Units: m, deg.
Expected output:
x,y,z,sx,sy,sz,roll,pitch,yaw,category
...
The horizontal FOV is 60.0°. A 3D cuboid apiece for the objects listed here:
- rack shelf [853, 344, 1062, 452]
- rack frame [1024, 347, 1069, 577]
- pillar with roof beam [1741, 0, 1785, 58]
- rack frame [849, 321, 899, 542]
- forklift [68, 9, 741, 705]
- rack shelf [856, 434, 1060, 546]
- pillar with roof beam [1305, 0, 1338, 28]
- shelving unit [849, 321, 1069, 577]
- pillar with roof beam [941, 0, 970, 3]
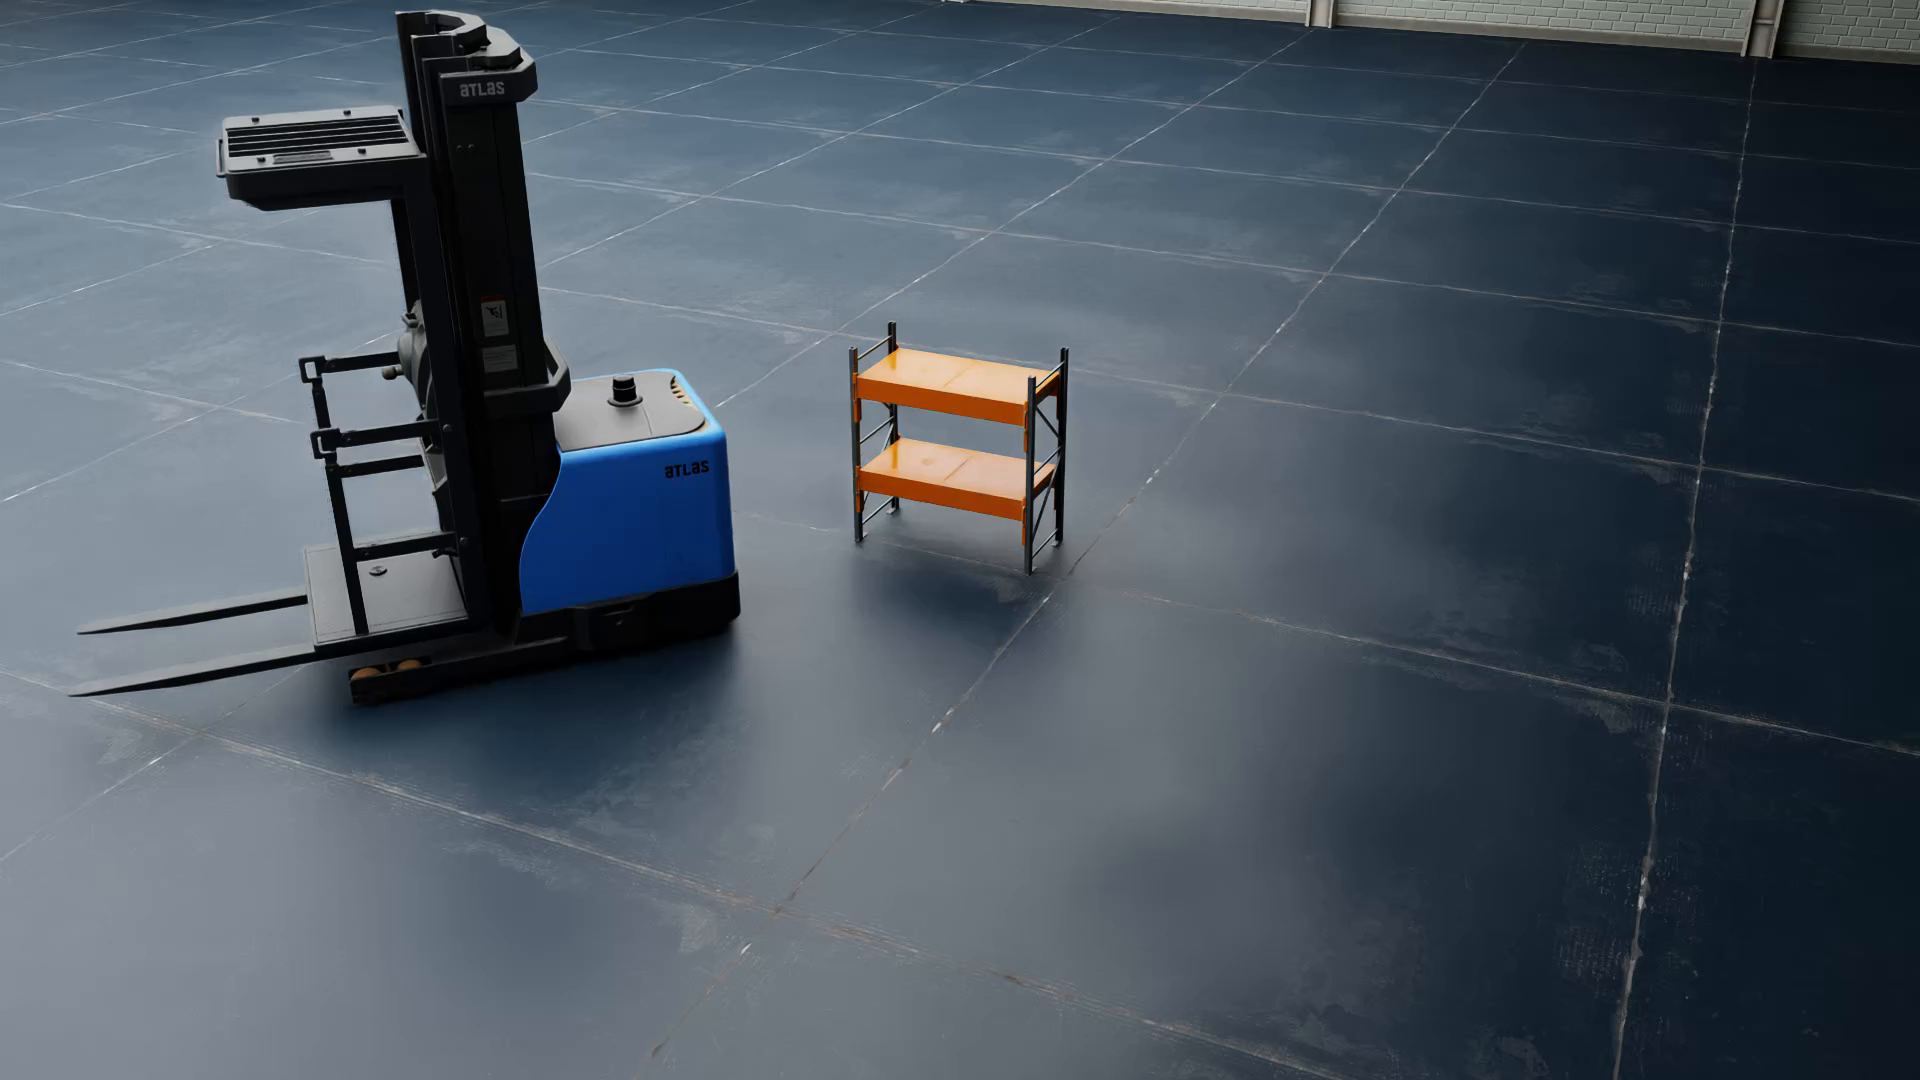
x,y,z,sx,sy,sz,roll,pitch,yaw,category
-0.006,-0.768,8.875,1.000,0.278,0.538,11,28,22,rack shelf
0.457,-0.413,8.815,0.032,1.125,0.500,11,28,22,rack frame
9.079,-8.913,17.166,0.400,9.000,9.100,11,28,22,pillar with roof beam
-0.469,-0.599,9.193,0.032,1.125,0.500,11,28,22,rack frame
-2.669,-0.817,7.592,3.031,2.935,1.130,-10,28,-20,forklift
-0.006,-0.287,9.112,1.000,0.278,0.538,11,28,22,rack shelf
3.618,-10.010,19.394,0.400,9.000,9.100,11,28,22,pillar with roof beam
-0.006,-0.506,9.004,1.048,1.125,0.538,11,28,22,shelving unit
-1.844,-11.107,21.622,0.400,9.000,9.100,11,28,22,pillar with roof beam
